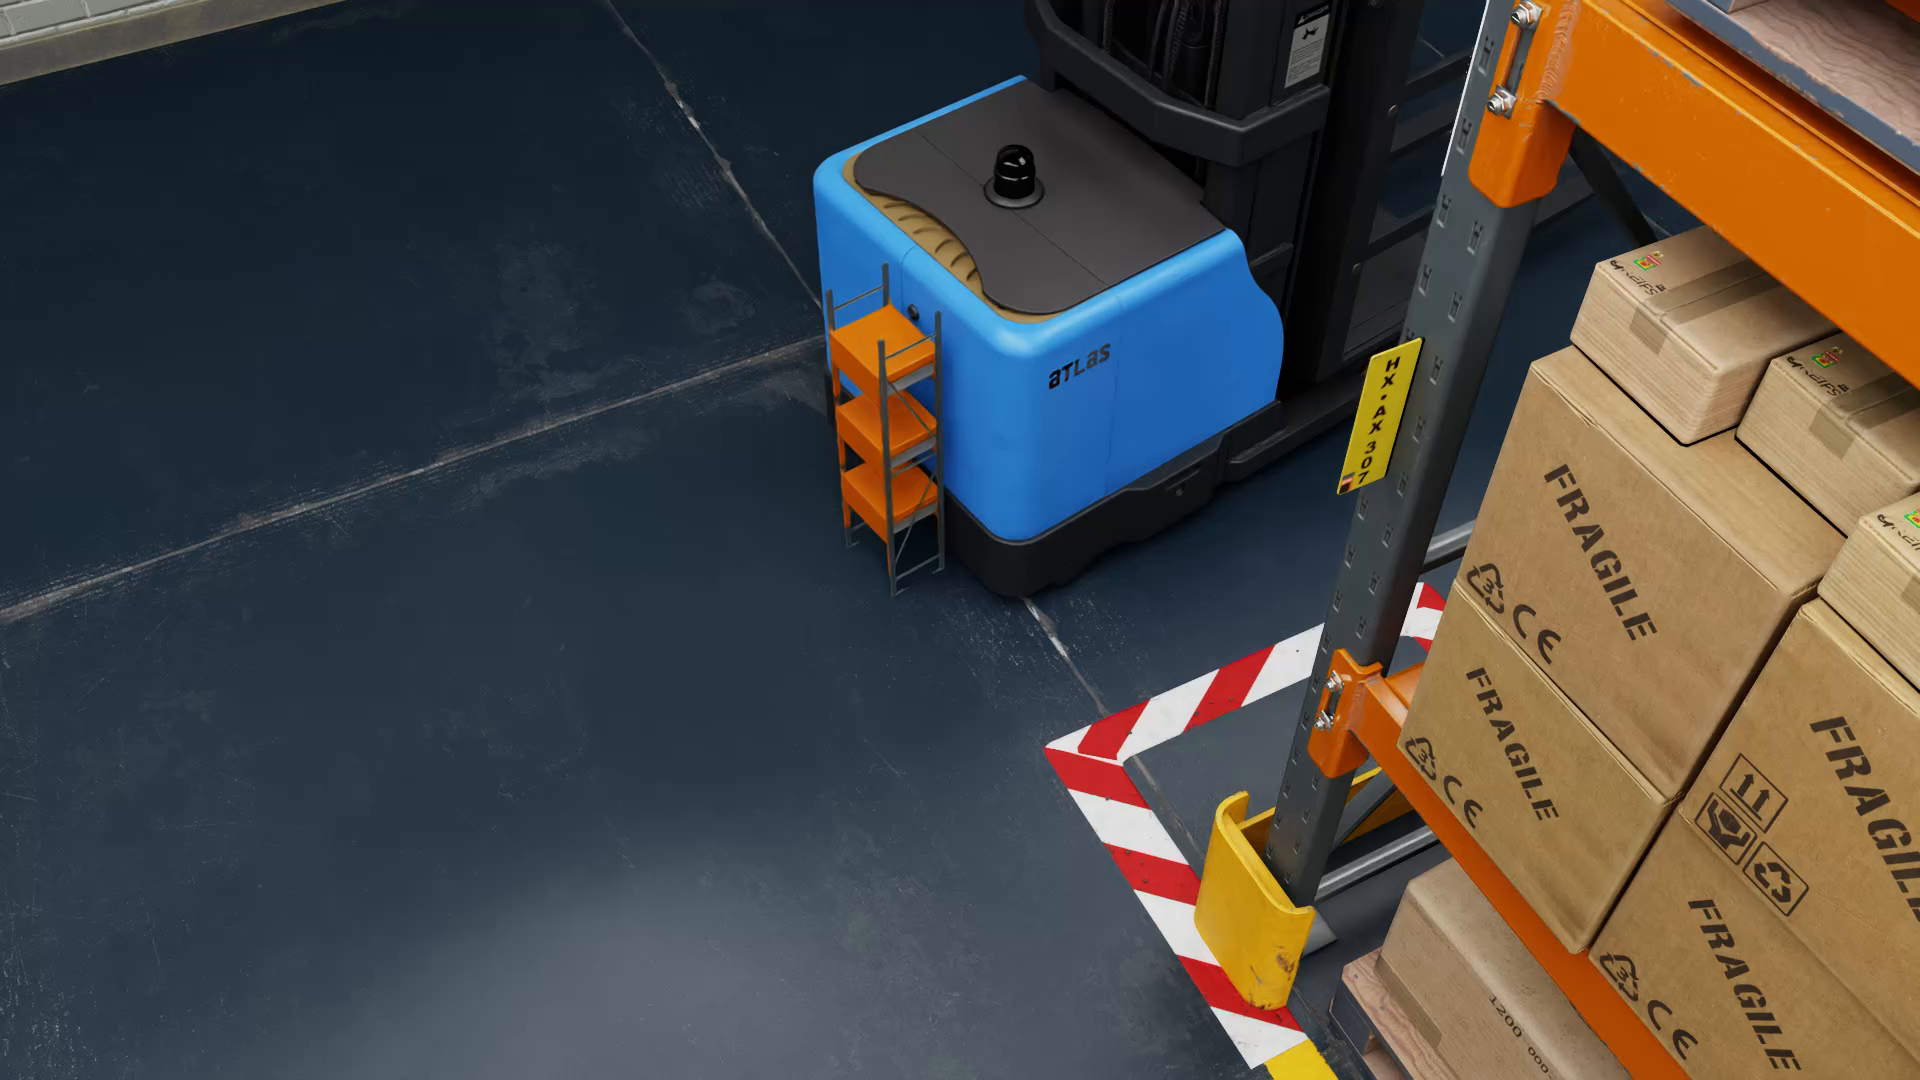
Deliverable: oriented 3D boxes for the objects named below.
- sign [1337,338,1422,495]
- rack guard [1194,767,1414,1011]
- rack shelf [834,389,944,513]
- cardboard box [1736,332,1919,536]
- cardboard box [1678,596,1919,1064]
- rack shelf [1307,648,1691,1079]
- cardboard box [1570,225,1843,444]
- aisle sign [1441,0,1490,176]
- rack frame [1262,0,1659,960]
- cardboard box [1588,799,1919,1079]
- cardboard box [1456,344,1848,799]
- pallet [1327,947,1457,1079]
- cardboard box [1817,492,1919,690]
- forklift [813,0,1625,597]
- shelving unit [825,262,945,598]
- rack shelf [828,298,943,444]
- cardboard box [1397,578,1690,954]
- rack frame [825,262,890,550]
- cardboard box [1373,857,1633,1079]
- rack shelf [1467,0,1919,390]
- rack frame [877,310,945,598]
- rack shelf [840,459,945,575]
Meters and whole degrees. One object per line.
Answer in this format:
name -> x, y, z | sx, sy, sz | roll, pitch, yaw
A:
sign -> 0.706, -0.203, 2.807 | 0.100, 0.325, 0.005 | -21, 52, -18
rack guard -> 1.191, 0.727, 4.282 | 1.175, 0.500, 0.348 | -21, 52, -18
rack shelf -> -0.203, -0.281, 4.812 | 0.215, 0.259, 0.240 | -29, 55, -23
cardboard box -> 1.302, -0.171, 2.245 | 0.380, 0.149, 0.250 | -20, 52, -17
cardboard box -> 1.411, 0.321, 2.246 | 0.500, 0.500, 0.500 | -22, 53, -18
rack shelf -> 2.117, 1.496, 2.427 | 1.077, 0.370, 4.000 | -21, 52, -18
cardboard box -> 1.118, -0.322, 2.377 | 0.380, 0.149, 0.250 | -20, 52, -17
aisle sign -> 0.911, -0.884, 2.303 | 0.394, 0.787, 0.004 | -21, 52, -18
rack frame -> 1.202, -0.080, 3.327 | 1.000, 3.000, 0.127 | -21, 52, -18
cardboard box -> 1.423, 0.637, 2.634 | 0.500, 0.500, 0.500 | -22, 52, -18
cardboard box -> 1.168, -0.022, 2.546 | 0.500, 0.500, 0.500 | -22, 52, -18
pallet -> 1.637, 1.347, 3.932 | 1.003, 0.211, 1.213 | -21, 52, -18
cardboard box -> 1.318, 0.042, 2.059 | 0.380, 0.149, 0.250 | -20, 52, -16
forklift -> 1.047, -1.710, 4.798 | 3.031, 2.935, 1.130 | -29, 55, -23
shelving unit -> -0.203, -0.288, 4.804 | 0.215, 1.050, 0.252 | -29, 55, -23
rack shelf -> -0.204, -0.468, 4.598 | 0.215, 0.259, 0.240 | -29, 55, -23
cardboard box -> 1.166, 0.308, 2.922 | 0.500, 0.500, 0.500 | -22, 52, -18
rack frame -> -0.276, -0.362, 4.869 | 0.200, 1.050, 0.008 | -29, 55, -23
cardboard box -> 1.593, 1.033, 3.777 | 0.875, 0.438, 0.875 | -23, 53, -19
rack shelf -> 2.117, 0.508, 1.298 | 1.077, 0.370, 4.000 | -21, 52, -18
rack frame -> -0.130, -0.214, 4.740 | 0.200, 1.050, 0.008 | -29, 55, -23
rack shelf -> -0.203, -0.098, 5.022 | 0.215, 0.259, 0.240 | -29, 55, -23
